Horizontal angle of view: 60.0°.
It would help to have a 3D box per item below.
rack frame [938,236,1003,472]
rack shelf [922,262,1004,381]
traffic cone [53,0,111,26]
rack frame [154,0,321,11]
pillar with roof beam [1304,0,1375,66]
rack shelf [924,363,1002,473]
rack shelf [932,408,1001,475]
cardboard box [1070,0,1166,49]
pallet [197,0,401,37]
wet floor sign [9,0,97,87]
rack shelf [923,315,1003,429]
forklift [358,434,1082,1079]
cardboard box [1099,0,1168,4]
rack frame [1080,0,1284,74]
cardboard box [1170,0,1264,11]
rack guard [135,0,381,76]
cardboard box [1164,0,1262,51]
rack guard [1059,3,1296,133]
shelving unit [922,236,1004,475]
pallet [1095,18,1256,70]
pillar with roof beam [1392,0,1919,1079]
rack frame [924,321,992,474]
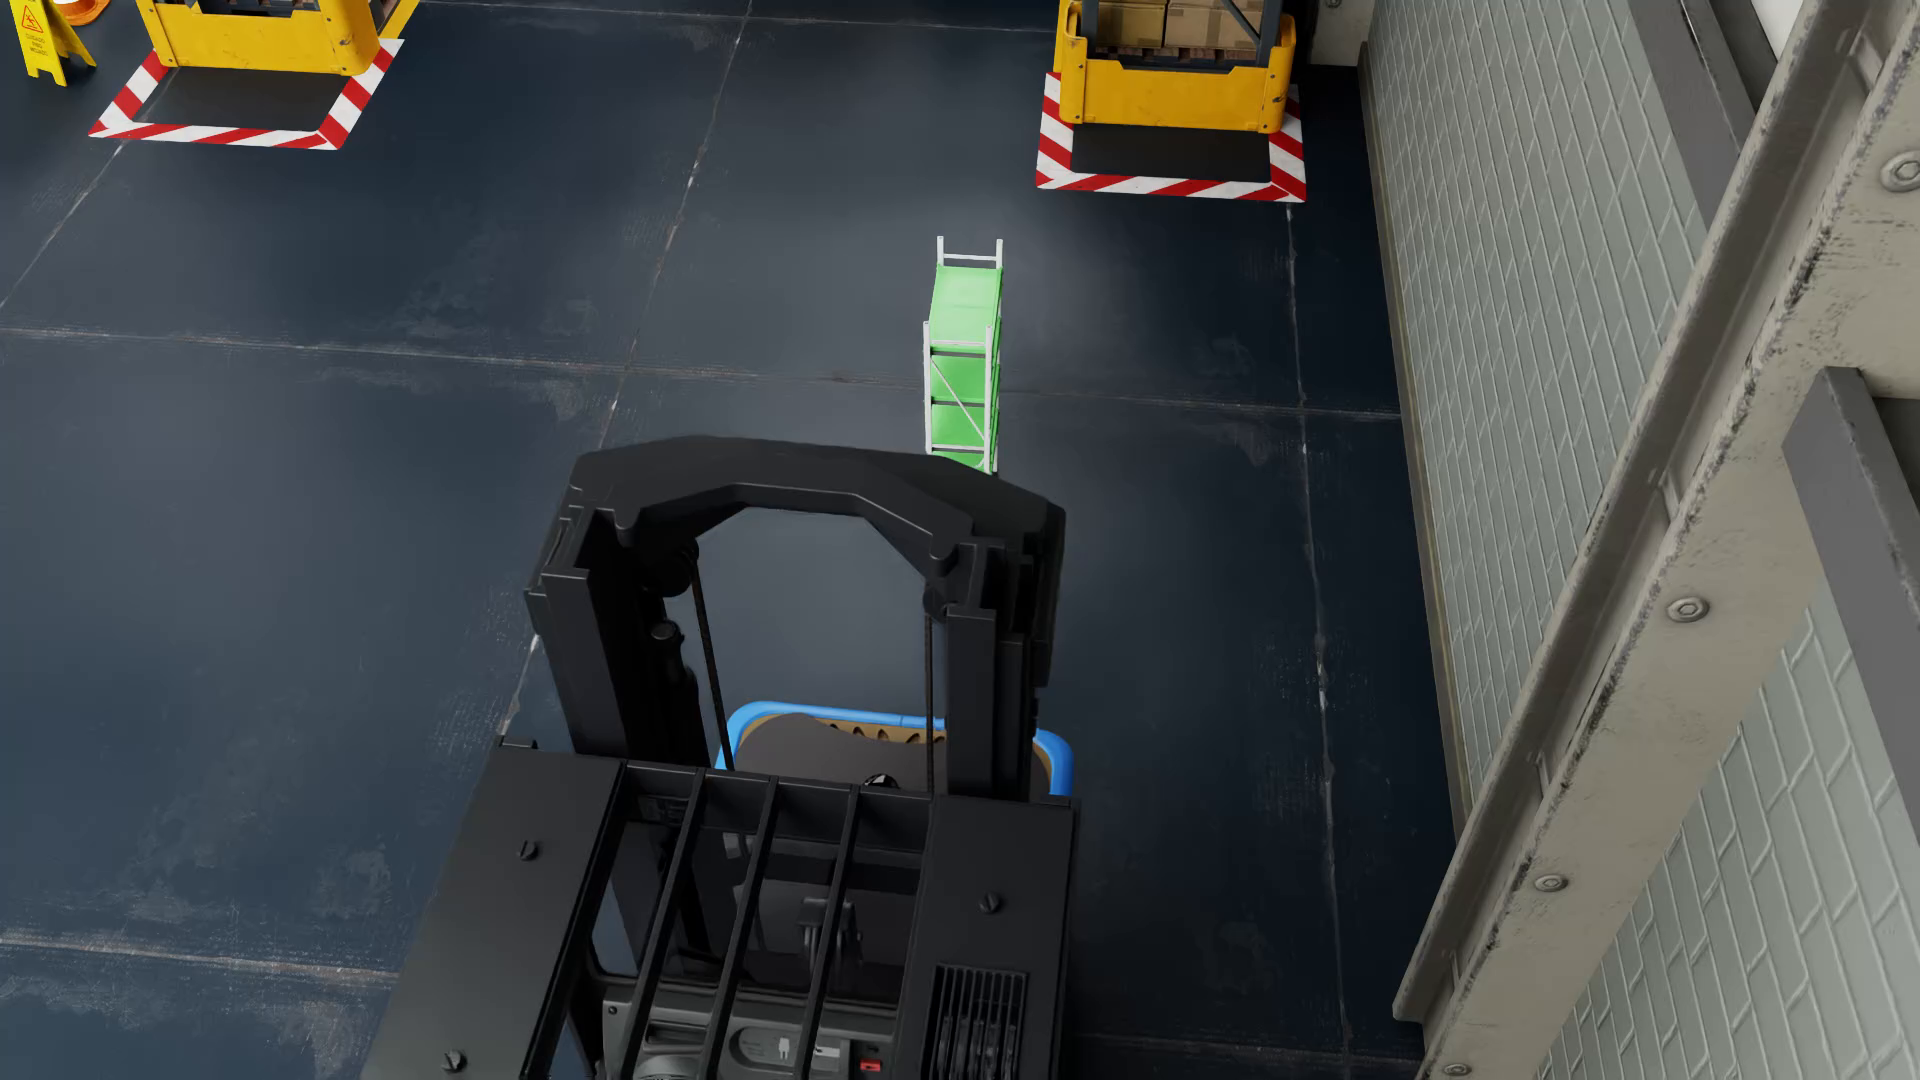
[{"bbox_3d":[0.037,-0.706,6.583,0.240,1.200,0.015,4,48,4],"label":"rack frame"},{"bbox_3d":[0.015,-0.807,6.111,0.258,0.148,0.480,4,48,4],"label":"rack shelf"},{"bbox_3d":[-5.069,-3.195,9.358,0.336,0.463,0.334,4,48,4],"label":"traffic cone"},{"bbox_3d":[-3.823,-3.648,8.054,1.000,3.000,0.127,4,48,4],"label":"rack frame"},{"bbox_3d":[-2.206,-6.082,6.215,9.100,9.000,0.400,4,48,4],"label":"pillar with roof beam"},{"bbox_3d":[0.015,-0.483,6.466,0.258,0.148,0.480,4,48,4],"label":"rack shelf"},{"bbox_3d":[0.015,-0.321,6.643,0.258,0.148,0.480,4,48,4],"label":"rack shelf"},{"bbox_3d":[0.848,-2.897,8.946,0.500,0.250,0.500,4,48,4],"label":"cardboard box"},{"bbox_3d":[-3.707,-3.358,9.678,1.003,0.211,1.213,4,48,4],"label":"pallet"},{"bbox_3d":[-4.906,-2.786,8.861,0.267,0.644,0.232,19,50,17],"label":"wet floor sign"},{"bbox_3d":[0.015,-0.645,6.289,0.258,0.148,0.480,4,48,4],"label":"rack shelf"},{"bbox_3d":[-0.358,1.324,3.553,1.130,2.935,3.031,5,48,5],"label":"forklift"},{"bbox_3d":[0.853,-3.078,8.773,0.500,0.250,0.500,3,48,3],"label":"cardboard box"},{"bbox_3d":[1.120,-3.317,7.751,1.000,3.000,0.127,4,48,4],"label":"rack frame"},{"bbox_3d":[1.370,-3.031,8.730,0.500,0.250,0.500,5,48,4],"label":"cardboard box"},{"bbox_3d":[-3.817,-2.860,9.027,1.175,0.500,0.348,4,48,4],"label":"rack guard"},{"bbox_3d":[1.359,-2.879,8.929,0.500,0.250,0.500,4,48,4],"label":"cardboard box"},{"bbox_3d":[1.118,-2.456,8.657,1.175,0.500,0.348,4,48,4],"label":"rack guard"},{"bbox_3d":[0.015,-0.527,6.419,0.258,1.200,0.503,4,48,4],"label":"shelving unit"},{"bbox_3d":[1.148,-2.941,9.297,1.003,0.211,1.213,4,48,4],"label":"pallet"},{"bbox_3d":[-2.753,-1.673,2.182,9.100,9.000,0.400,4,48,4],"label":"pillar with roof beam"},{"bbox_3d":[-0.007,-0.347,6.255,0.240,1.200,0.015,4,48,4],"label":"rack frame"}]
